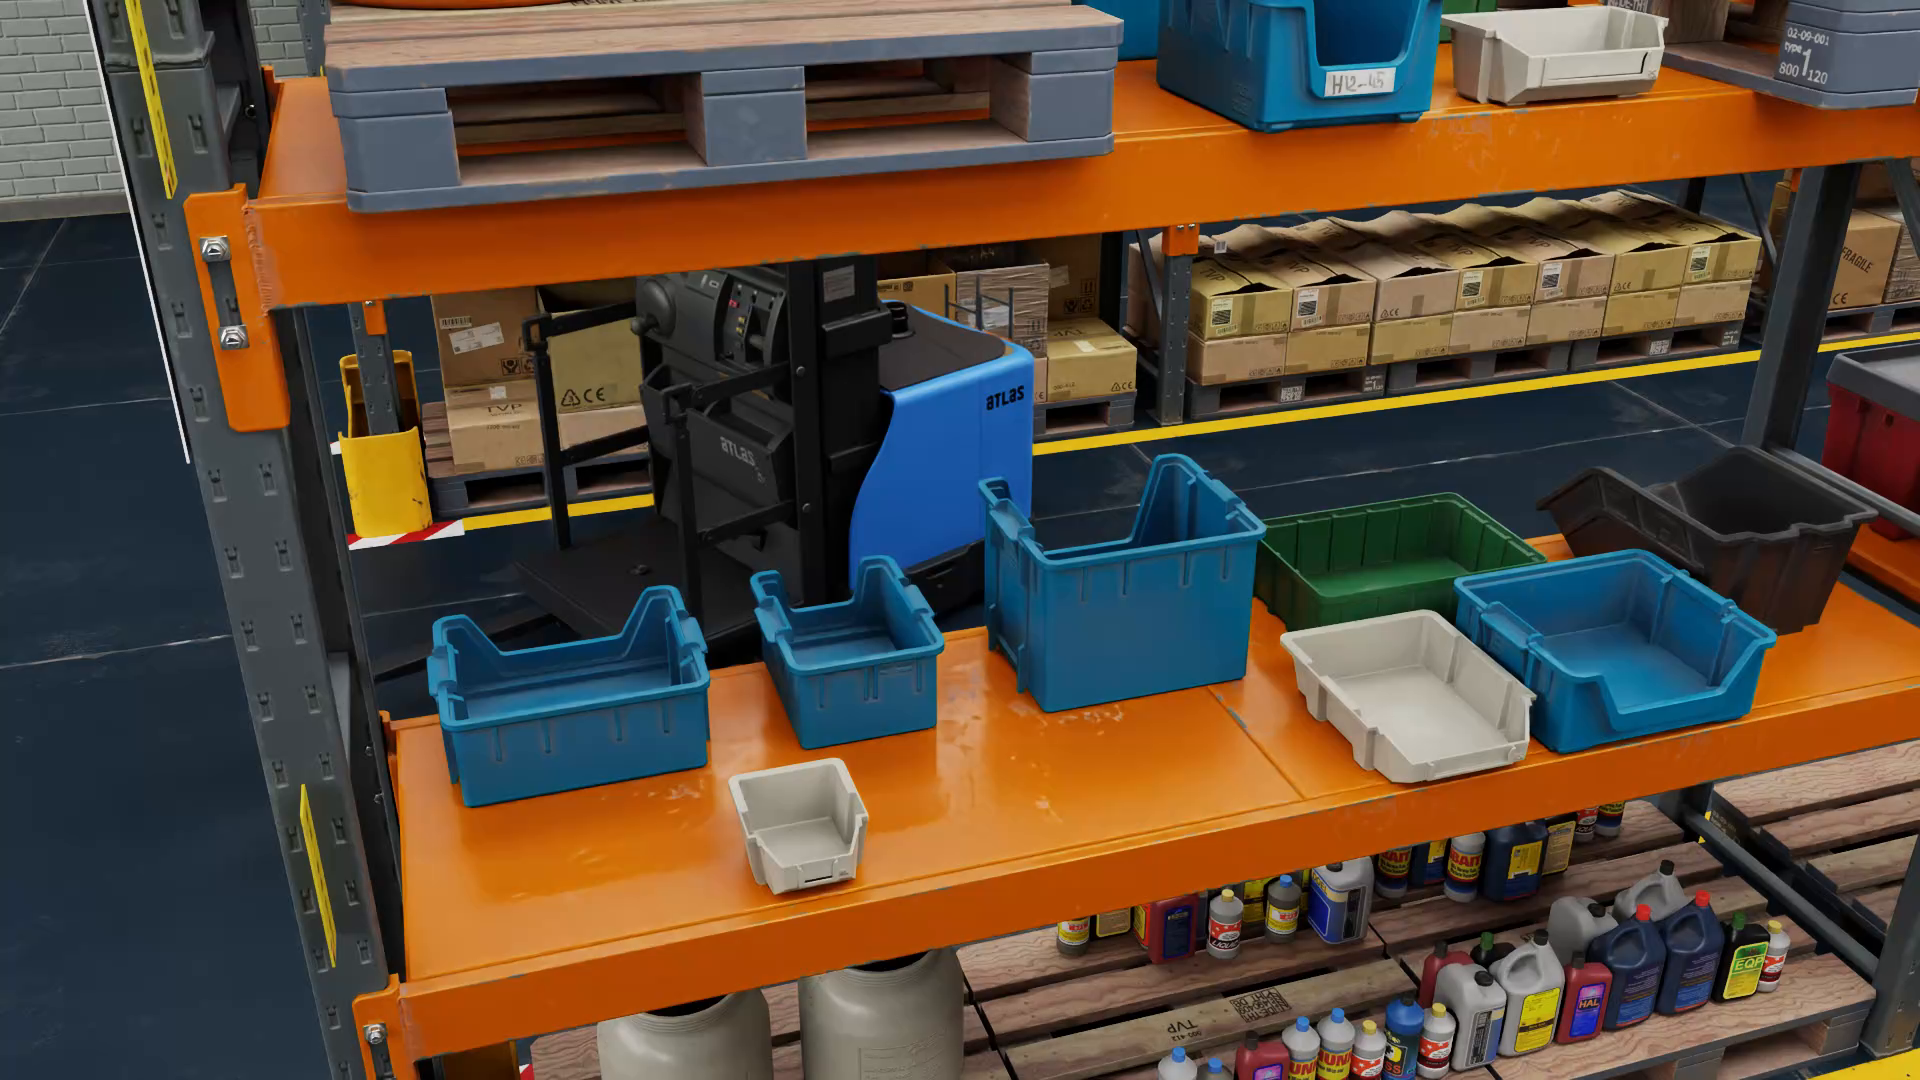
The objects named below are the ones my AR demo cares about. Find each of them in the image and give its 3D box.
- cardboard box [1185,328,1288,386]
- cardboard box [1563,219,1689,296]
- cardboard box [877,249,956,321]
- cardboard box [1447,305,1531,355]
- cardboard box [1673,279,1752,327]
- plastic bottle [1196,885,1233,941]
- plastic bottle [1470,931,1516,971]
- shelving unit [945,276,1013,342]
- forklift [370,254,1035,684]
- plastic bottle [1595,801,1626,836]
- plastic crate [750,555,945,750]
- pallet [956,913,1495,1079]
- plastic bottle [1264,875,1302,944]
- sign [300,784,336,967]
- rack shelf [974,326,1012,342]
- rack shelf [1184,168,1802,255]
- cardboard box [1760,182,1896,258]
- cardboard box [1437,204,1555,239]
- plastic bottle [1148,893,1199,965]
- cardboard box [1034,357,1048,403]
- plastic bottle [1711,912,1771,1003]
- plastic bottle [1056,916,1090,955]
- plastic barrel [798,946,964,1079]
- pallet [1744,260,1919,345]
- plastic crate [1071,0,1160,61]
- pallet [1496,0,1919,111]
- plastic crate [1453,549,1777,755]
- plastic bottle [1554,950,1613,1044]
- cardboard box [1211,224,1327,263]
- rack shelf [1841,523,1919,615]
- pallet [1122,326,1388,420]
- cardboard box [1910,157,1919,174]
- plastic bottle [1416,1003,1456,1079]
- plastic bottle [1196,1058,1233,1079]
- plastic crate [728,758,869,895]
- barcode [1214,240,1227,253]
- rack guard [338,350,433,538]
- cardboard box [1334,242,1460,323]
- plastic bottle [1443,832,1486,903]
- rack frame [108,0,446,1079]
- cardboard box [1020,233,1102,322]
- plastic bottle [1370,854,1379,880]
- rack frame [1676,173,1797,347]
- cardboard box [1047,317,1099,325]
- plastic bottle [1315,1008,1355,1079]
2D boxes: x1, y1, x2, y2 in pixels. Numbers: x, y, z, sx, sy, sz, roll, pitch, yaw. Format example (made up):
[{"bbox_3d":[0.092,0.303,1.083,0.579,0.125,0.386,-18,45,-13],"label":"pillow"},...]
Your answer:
[{"bbox_3d":[1.454,-1.077,9.167,0.500,0.250,0.500,-9,28,-17],"label":"cardboard box"},{"bbox_3d":[3.883,-1.678,9.746,0.500,0.311,0.500,-9,28,-17],"label":"cardboard box"},{"bbox_3d":[-0.333,-1.172,8.514,0.500,0.500,0.500,-8,28,-16],"label":"cardboard box"},{"bbox_3d":[2.916,-1.289,9.594,0.500,0.250,0.500,-8,27,-15],"label":"cardboard box"},{"bbox_3d":[4.372,-1.502,10.022,0.500,0.250,0.500,-8,27,-15],"label":"cardboard box"},{"bbox_3d":[0.711,1.018,4.894,0.135,0.276,0.152,-9,28,-18],"label":"plastic bottle"},{"bbox_3d":[1.455,1.186,4.548,0.133,0.283,0.061,-8,28,-16],"label":"plastic bottle"},{"bbox_3d":[0.083,-0.576,7.561,0.189,1.200,0.258,-21,33,-36],"label":"shelving unit"},{"bbox_3d":[-1.113,-0.871,6.208,3.031,2.935,1.130,-21,33,-36],"label":"forklift"},{"bbox_3d":[2.085,0.808,5.322,0.097,0.271,0.097,0,26,0],"label":"plastic bottle"},{"bbox_3d":[-0.277,0.260,4.021,0.408,0.251,0.499,-8,28,-16],"label":"plastic crate"},{"bbox_3d":[0.710,1.418,4.656,1.213,0.211,1.003,-8,28,-16],"label":"pallet"},{"bbox_3d":[0.946,1.072,4.869,0.097,0.201,0.097,0,26,0],"label":"plastic bottle"},{"bbox_3d":[-1.113,0.585,2.887,0.005,0.325,0.100,-8,28,-16],"label":"sign"},{"bbox_3d":[0.083,-0.859,7.421,0.180,0.103,0.258,-21,33,-36],"label":"rack shelf"},{"bbox_3d":[2.895,-2.123,9.462,4.000,0.370,1.077,-8,28,-16],"label":"rack shelf"},{"bbox_3d":[5.613,-2.026,10.775,0.500,0.500,0.500,-7,27,-14],"label":"cardboard box"},{"bbox_3d":[3.225,-1.835,10.063,0.500,0.311,0.500,-9,28,-17],"label":"cardboard box"},{"bbox_3d":[0.613,1.079,4.764,0.133,0.283,0.061,-8,28,-16],"label":"plastic bottle"},{"bbox_3d":[0.142,-0.906,8.821,0.500,0.250,0.500,-8,28,-16],"label":"cardboard box"},{"bbox_3d":[2.169,1.150,4.620,0.133,0.283,0.061,-7,27,-14],"label":"plastic bottle"},{"bbox_3d":[0.331,1.094,4.826,0.097,0.201,0.097,0,26,0],"label":"plastic bottle"},{"bbox_3d":[-0.201,1.210,4.265,0.421,0.512,0.421,0,26,0],"label":"plastic barrel"},{"bbox_3d":[5.518,-1.559,10.652,1.213,0.211,1.003,-8,28,-16],"label":"pallet"},{"bbox_3d":[0.440,-1.251,3.540,0.575,0.384,0.392,-8,28,-16],"label":"plastic crate"},{"bbox_3d":[1.868,-1.193,3.620,1.003,0.211,1.213,-8,28,-16],"label":"pallet"},{"bbox_3d":[1.556,0.259,4.023,0.616,0.251,0.499,-8,28,-16],"label":"plastic crate"},{"bbox_3d":[1.676,1.221,4.476,0.133,0.283,0.061,-6,27,-13],"label":"plastic bottle"},{"bbox_3d":[1.782,-1.629,9.647,0.500,0.311,0.500,-7,27,-15],"label":"cardboard box"},{"bbox_3d":[4.425,-0.028,5.243,4.000,0.370,1.077,-8,28,-16],"label":"rack shelf"},{"bbox_3d":[1.682,-1.039,9.605,1.213,0.211,1.003,-8,28,-16],"label":"pallet"},{"bbox_3d":[6.637,-2.514,10.914,0.500,0.250,0.500,-9,28,-17],"label":"cardboard box"},{"bbox_3d":[1.252,1.311,4.388,0.097,0.201,0.097,0,26,0],"label":"plastic bottle"},{"bbox_3d":[0.639,1.400,4.209,0.097,0.201,0.097,0,26,0],"label":"plastic bottle"},{"bbox_3d":[-0.329,0.607,3.451,0.250,0.136,0.298,-8,28,-16],"label":"plastic crate"},{"bbox_3d":[1.365,-1.537,8.708,0.075,0.075,0.001,-8,28,-16],"label":"barcode"},{"bbox_3d":[-2.833,-0.496,8.187,0.348,0.500,1.175,-8,28,-16],"label":"rack guard"},{"bbox_3d":[2.433,-1.468,9.322,0.500,0.311,0.500,-9,28,-18],"label":"cardboard box"},{"bbox_3d":[1.527,0.957,5.023,0.097,0.271,0.097,0,26,0],"label":"plastic bottle"},{"bbox_3d":[-1.280,0.476,3.419,0.127,3.000,1.000,-8,28,-16],"label":"rack frame"},{"bbox_3d":[0.456,-1.531,9.237,0.500,0.500,0.500,-8,28,-16],"label":"cardboard box"},{"bbox_3d":[1.278,0.911,5.101,0.133,0.283,0.061,-7,27,-14],"label":"plastic bottle"},{"bbox_3d":[4.797,-2.721,9.857,0.127,3.000,1.000,-8,28,-16],"label":"rack frame"},{"bbox_3d":[0.459,-1.191,9.395,0.500,0.250,0.500,-8,28,-16],"label":"cardboard box"},{"bbox_3d":[0.962,1.322,4.288,0.097,0.271,0.097,0,26,0],"label":"plastic bottle"}]
